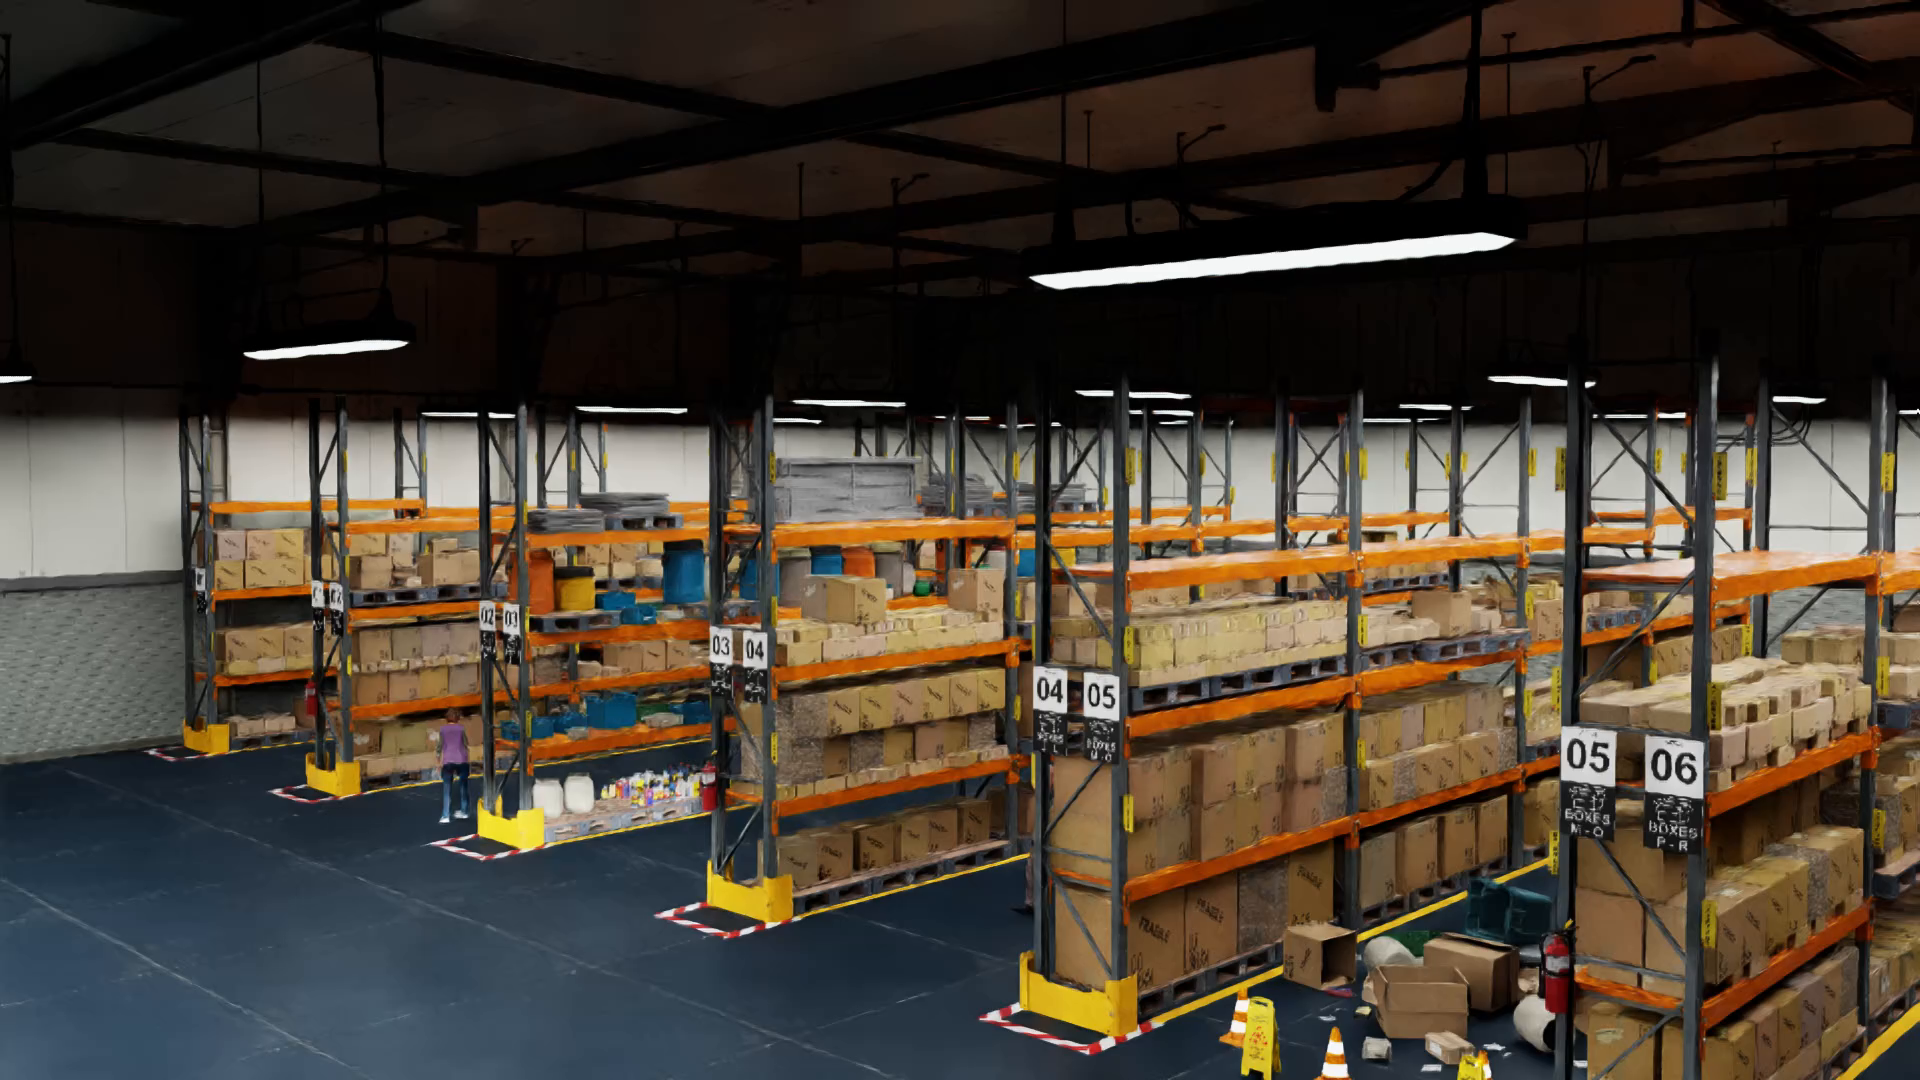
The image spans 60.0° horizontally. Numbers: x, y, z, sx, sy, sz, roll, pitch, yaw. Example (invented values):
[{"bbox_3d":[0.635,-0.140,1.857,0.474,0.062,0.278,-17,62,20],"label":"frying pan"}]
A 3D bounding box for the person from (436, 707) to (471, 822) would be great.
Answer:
[{"bbox_3d":[-7.080,3.129,23.241,0.467,1.599,0.453,-1,3,-16],"label":"person"}]

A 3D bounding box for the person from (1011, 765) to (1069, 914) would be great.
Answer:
[{"bbox_3d":[1.072,3.345,18.595,0.926,1.683,0.560,-2,3,-30],"label":"person"}]
